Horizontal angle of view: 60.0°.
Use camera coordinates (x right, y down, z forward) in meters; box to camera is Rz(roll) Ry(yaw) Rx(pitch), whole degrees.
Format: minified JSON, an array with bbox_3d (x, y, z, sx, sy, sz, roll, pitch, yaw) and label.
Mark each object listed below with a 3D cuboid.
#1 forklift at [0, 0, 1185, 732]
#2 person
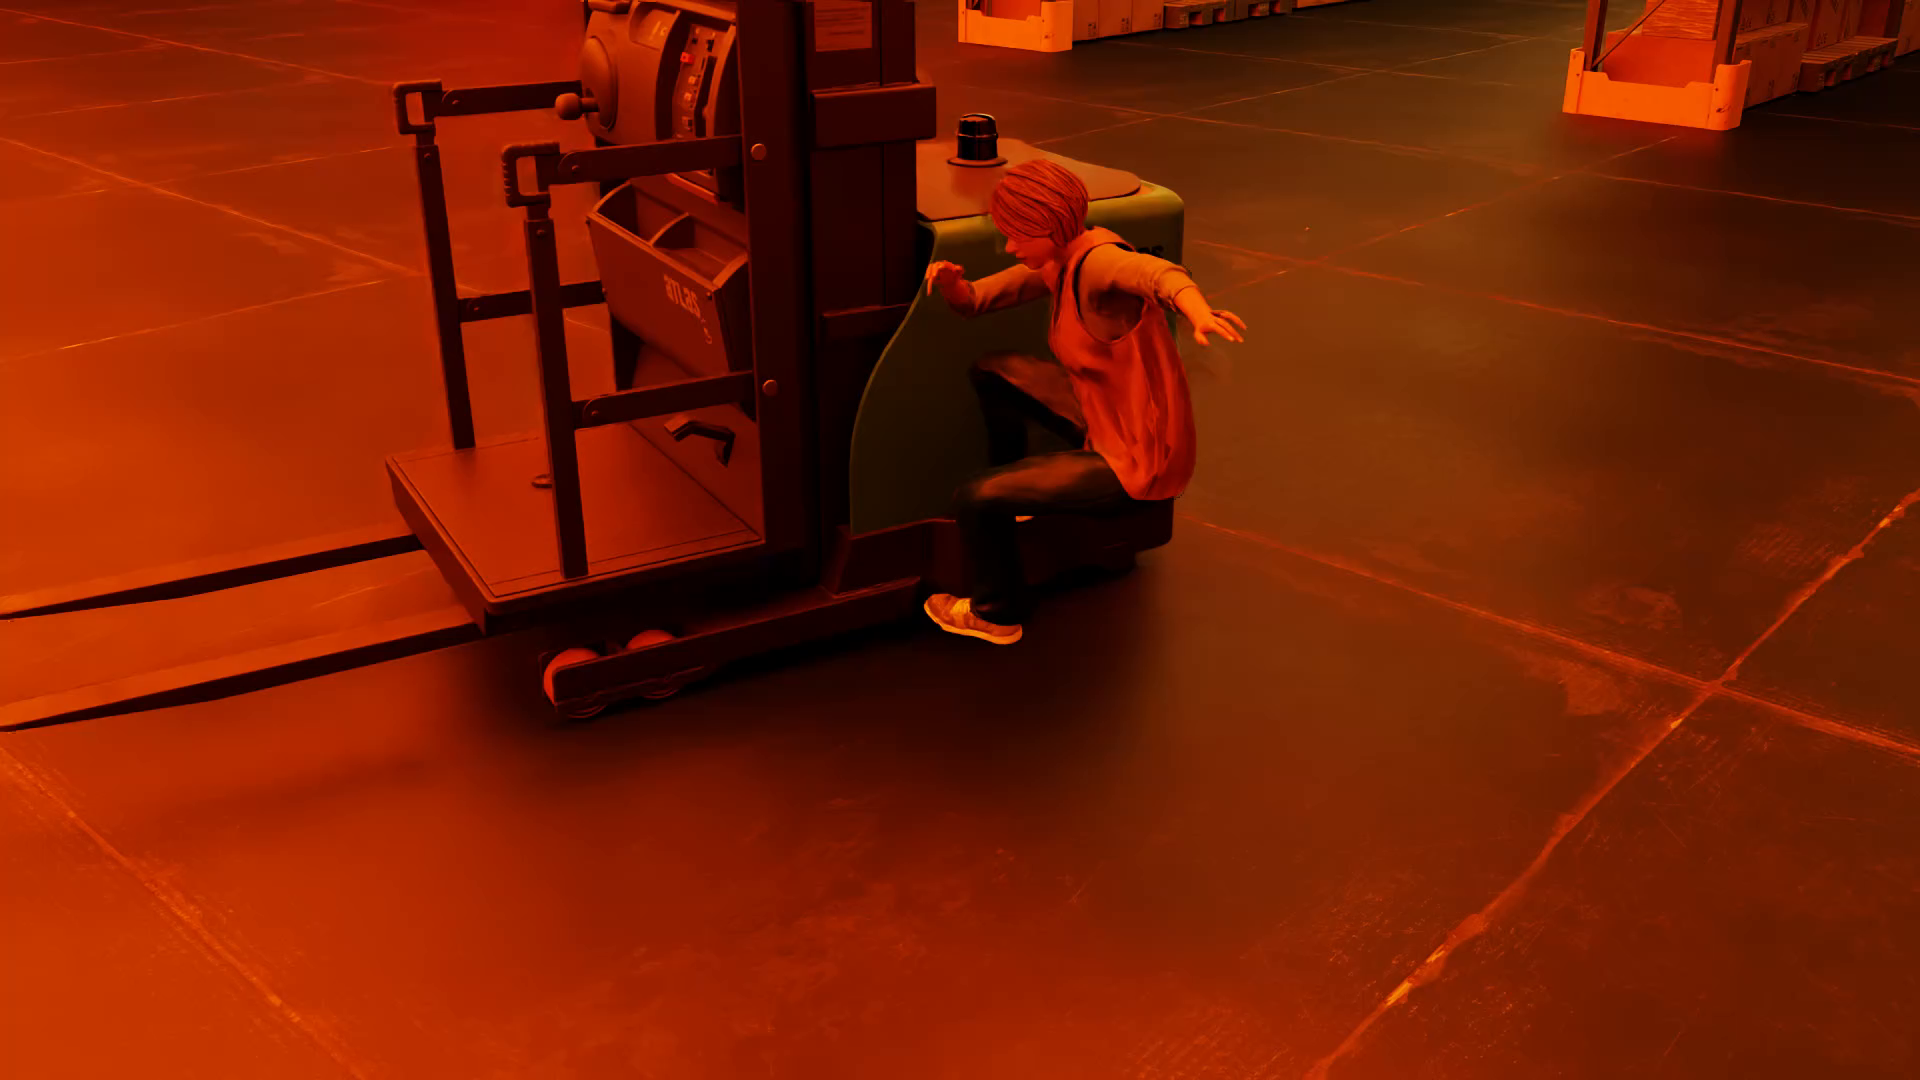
[{"bbox_3d":[-0.920,-1.156,3.963,3.031,2.935,1.130,-13,27,-27],"label":"forklift"},{"bbox_3d":[0.240,-0.233,3.844,0.638,1.227,1.223,-1,24,-3],"label":"person"}]
